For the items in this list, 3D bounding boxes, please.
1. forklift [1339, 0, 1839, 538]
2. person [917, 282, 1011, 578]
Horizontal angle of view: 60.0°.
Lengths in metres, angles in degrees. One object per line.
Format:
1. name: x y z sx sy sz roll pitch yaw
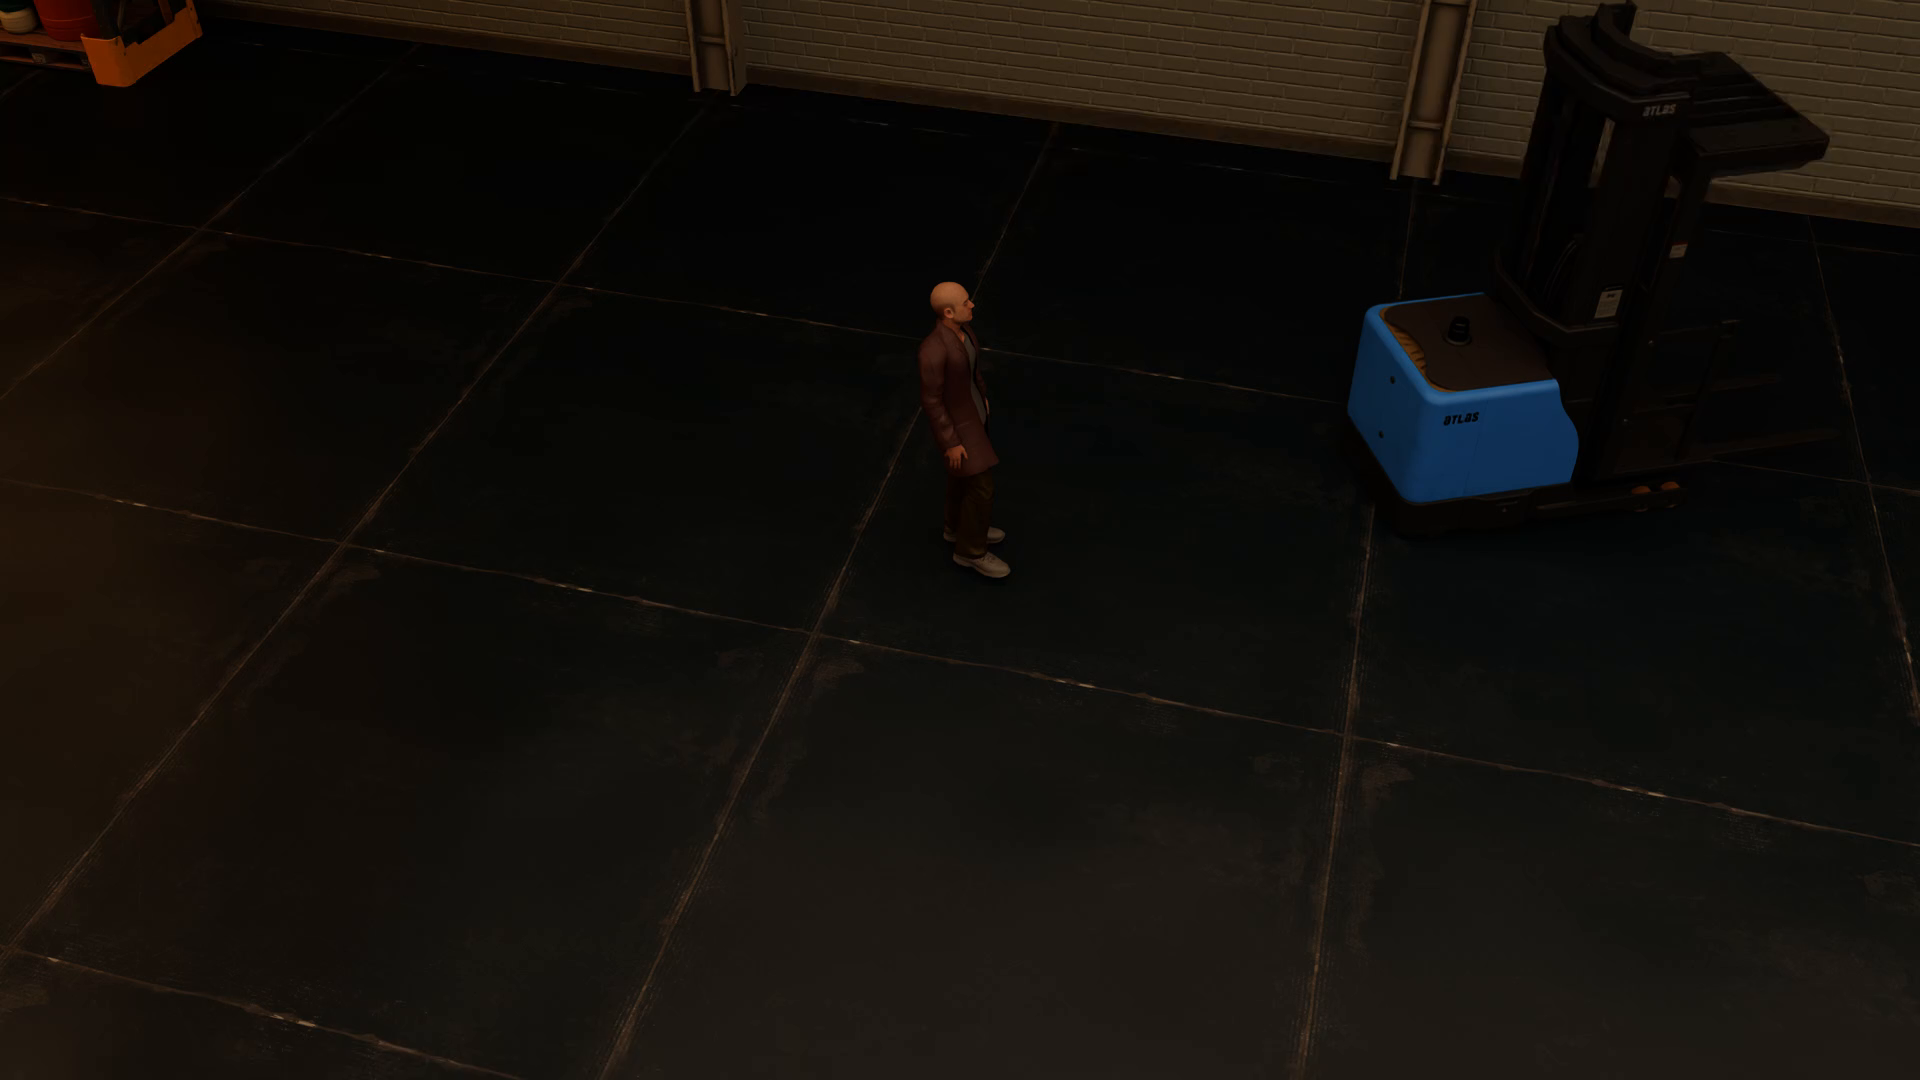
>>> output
1. forklift: 4.010 -1.608 9.696 3.031 2.935 1.130 -8 42 -9
2. person: 0.088 -0.655 9.474 0.580 1.777 0.696 10 42 11
